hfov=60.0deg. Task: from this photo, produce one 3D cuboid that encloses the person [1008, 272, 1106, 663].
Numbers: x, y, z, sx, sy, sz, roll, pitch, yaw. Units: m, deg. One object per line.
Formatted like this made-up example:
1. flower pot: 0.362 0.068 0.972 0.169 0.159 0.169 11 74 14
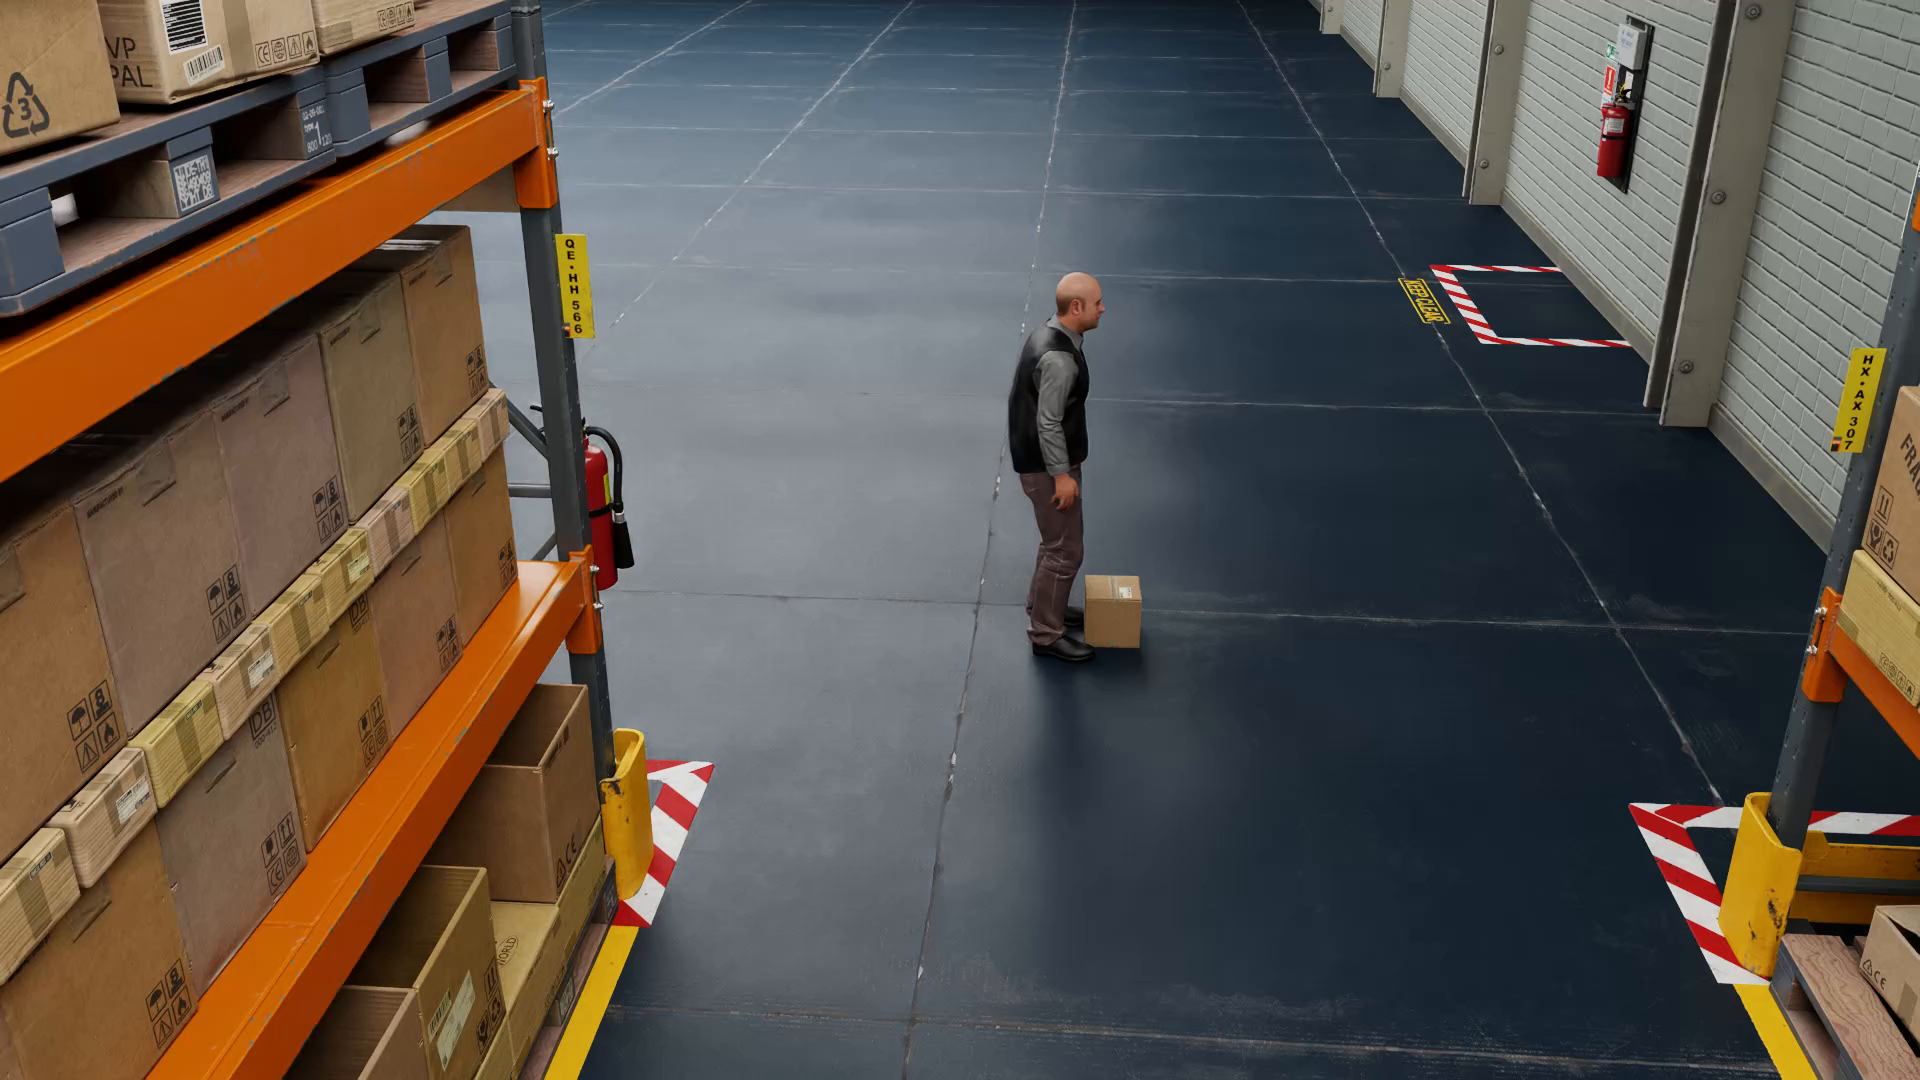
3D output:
1. person: 0.421 -0.342 7.389 0.421 1.720 0.580 2 24 4
